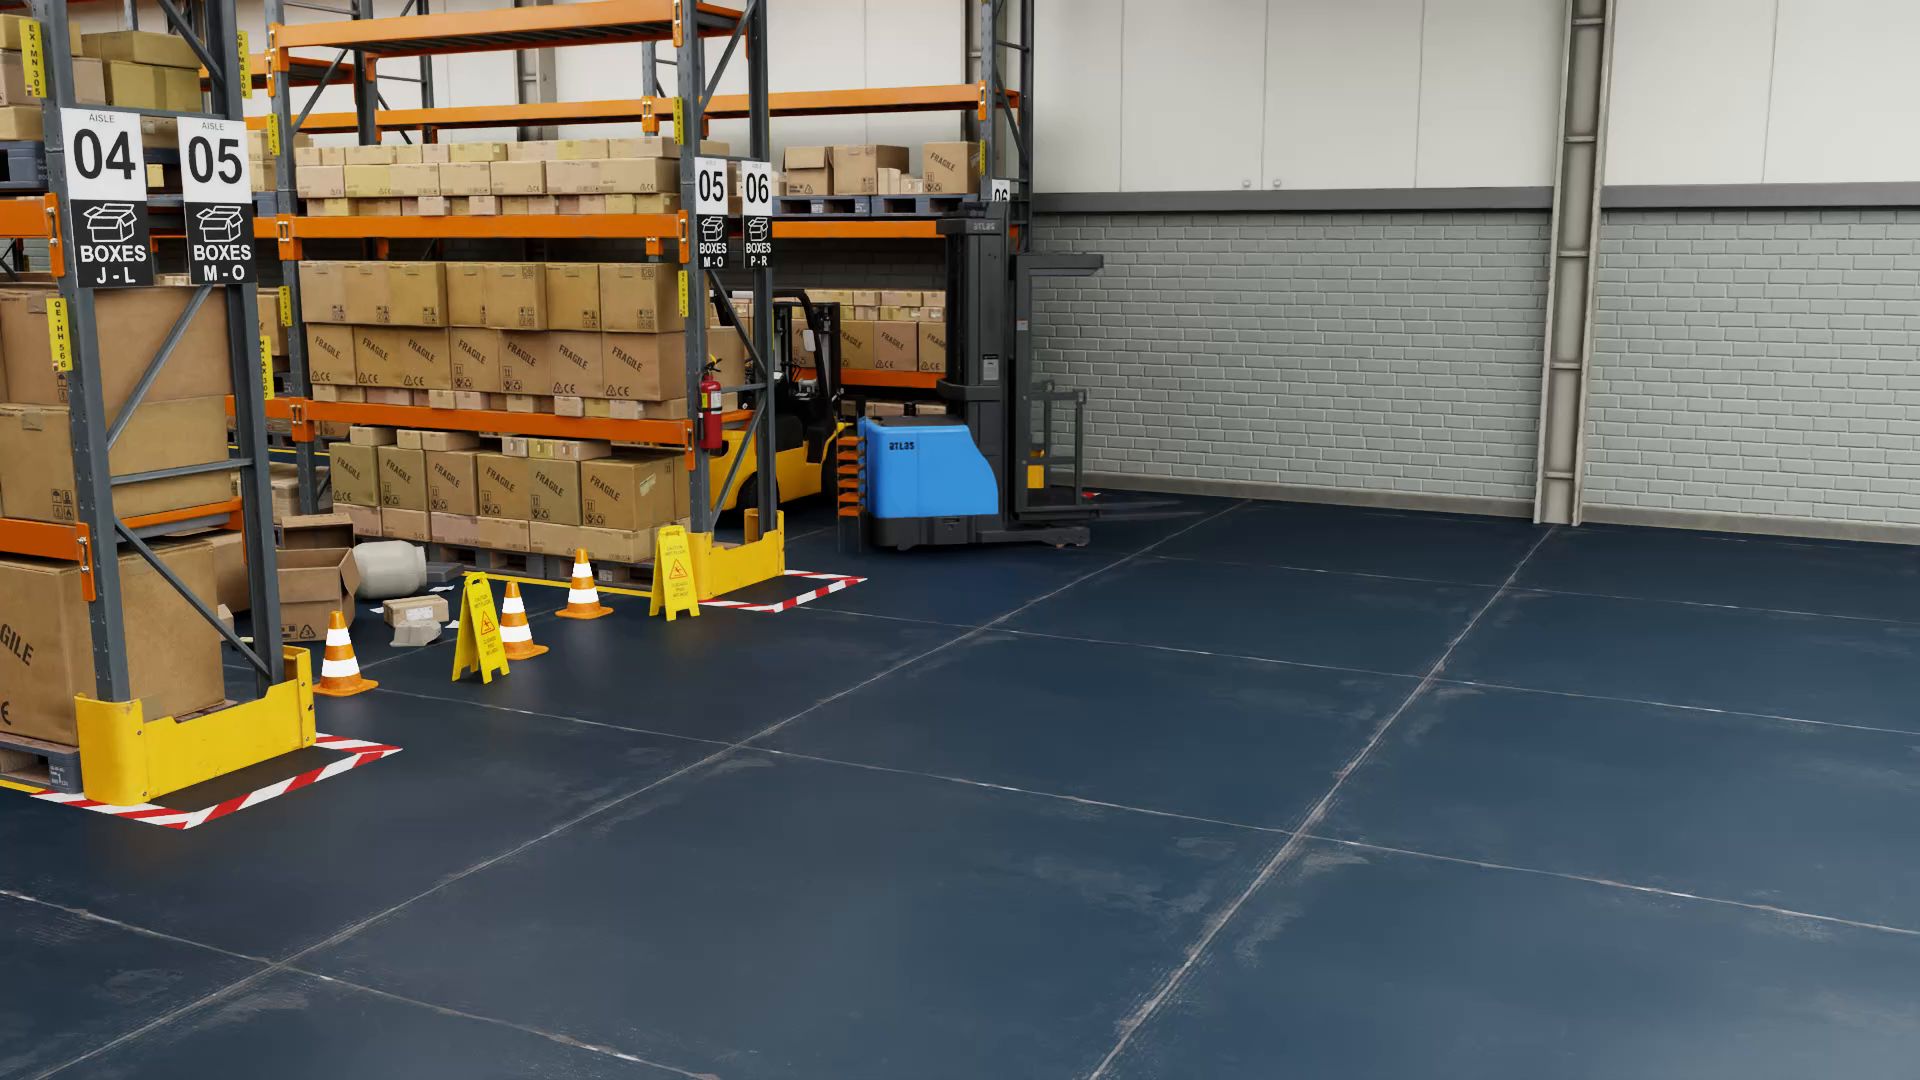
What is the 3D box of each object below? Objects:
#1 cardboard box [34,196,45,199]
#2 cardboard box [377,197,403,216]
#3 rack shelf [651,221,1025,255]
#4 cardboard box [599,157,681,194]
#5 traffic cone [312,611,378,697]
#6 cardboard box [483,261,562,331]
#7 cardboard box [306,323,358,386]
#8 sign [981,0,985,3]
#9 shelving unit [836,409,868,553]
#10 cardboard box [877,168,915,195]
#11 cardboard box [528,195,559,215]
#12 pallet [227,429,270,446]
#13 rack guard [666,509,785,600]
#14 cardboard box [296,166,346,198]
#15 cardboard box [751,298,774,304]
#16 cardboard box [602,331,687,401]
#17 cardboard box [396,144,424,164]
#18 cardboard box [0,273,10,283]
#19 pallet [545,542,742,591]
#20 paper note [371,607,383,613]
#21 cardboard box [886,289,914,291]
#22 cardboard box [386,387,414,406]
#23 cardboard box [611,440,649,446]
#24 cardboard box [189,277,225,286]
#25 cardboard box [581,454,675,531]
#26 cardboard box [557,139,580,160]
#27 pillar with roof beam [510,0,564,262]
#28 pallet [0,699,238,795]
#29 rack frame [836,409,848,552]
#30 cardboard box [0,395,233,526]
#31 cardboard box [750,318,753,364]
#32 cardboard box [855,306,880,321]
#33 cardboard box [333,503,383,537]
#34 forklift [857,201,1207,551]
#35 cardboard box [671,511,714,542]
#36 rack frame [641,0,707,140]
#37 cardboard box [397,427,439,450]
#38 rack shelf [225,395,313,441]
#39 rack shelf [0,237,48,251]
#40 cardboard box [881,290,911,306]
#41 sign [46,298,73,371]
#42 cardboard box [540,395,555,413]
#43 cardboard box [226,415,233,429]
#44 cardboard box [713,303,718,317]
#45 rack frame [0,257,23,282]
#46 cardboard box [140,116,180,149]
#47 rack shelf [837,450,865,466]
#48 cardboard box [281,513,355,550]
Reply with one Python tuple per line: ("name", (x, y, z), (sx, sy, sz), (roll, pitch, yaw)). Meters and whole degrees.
("cardboard box", (-8.048, -3.206, 15.320), (0.500, 0.500, 0.700), (5, 11, 26))
("cardboard box", (-4.447, -2.673, 13.361), (0.250, 0.149, 0.380), (5, 12, 28))
("rack shelf", (-1.320, -3.200, 17.583), (4.000, 0.370, 1.077), (5, 11, 26))
("cardboard box", (-2.298, -2.673, 12.239), (0.500, 0.250, 0.500), (5, 11, 25))
("traffic cone", (-3.667, 0.651, 9.832), (0.334, 0.463, 0.336), (5, 11, 26))
("cardboard box", (-3.228, -1.885, 12.797), (0.500, 0.500, 0.700), (5, 11, 25))
("cardboard box", (-5.035, -1.558, 13.803), (0.500, 0.500, 0.500), (5, 11, 26))
("sign", (0.221, -5.285, 15.819), (0.005, 0.325, 0.100), (5, 11, 26))
("shelving unit", (-0.919, -0.508, 14.163), (0.189, 1.200, 0.258), (2, 10, 14))
("cardboard box", (-0.631, -3.622, 16.817), (0.258, 0.266, 0.396), (5, 11, 26))
("cardboard box", (-3.066, -2.546, 12.659), (0.250, 0.149, 0.380), (5, 11, 25))
("pallet", (-9.542, -1.435, 22.068), (1.213, 0.211, 1.003), (5, 11, 26))
("rack guard", (-1.788, 0.097, 12.790), (0.348, 0.500, 1.175), (5, 11, 26))
("cardboard box", (-5.033, -2.912, 13.562), (0.500, 0.250, 0.500), (5, 11, 25))
("cardboard box", (-2.022, -2.600, 17.734), (0.250, 0.149, 0.380), (5, 11, 25))
("cardboard box", (-2.328, -1.321, 12.492), (0.500, 0.500, 0.500), (5, 11, 25))
("cardboard box", (-4.221, -3.035, 13.123), (0.250, 0.149, 0.380), (5, 11, 24))
("cardboard box", (-9.473, -2.297, 15.913), (0.500, 0.500, 0.500), (5, 11, 24))
("pallet", (-2.500, 0.170, 13.200), (1.213, 0.211, 1.003), (5, 11, 26))
("paper note", (-4.143, 0.492, 11.957), (0.148, 0.019, 0.142), (-10, 14, -43))
("cardboard box", (-0.659, -2.578, 17.617), (0.250, 0.149, 0.380), (5, 12, 28))
("cardboard box", (-4.458, -1.190, 13.586), (0.250, 0.149, 0.380), (5, 12, 28))
("cardboard box", (-3.586, -1.313, 19.049), (0.625, 0.625, 0.875), (6, 12, 28))
("cardboard box", (-6.444, -2.216, 14.435), (0.250, 0.149, 0.380), (5, 11, 24))
("cardboard box", (-2.553, -0.371, 12.793), (0.500, 0.500, 0.500), (5, 11, 26))
("cardboard box", (-2.809, -2.923, 12.502), (0.250, 0.149, 0.380), (5, 11, 26))
("pillar with roof beam", (-7.038, -4.856, 16.293), (0.400, 9.000, 9.100), (5, 11, 26))
("pallet", (-4.571, 0.993, 8.649), (1.213, 0.211, 1.003), (5, 11, 26))
("rack frame", (-1.008, -0.511, 14.184), (0.006, 1.200, 0.240), (2, 10, 14))
("cardboard box", (-4.172, -0.424, 8.230), (0.550, 0.550, 0.875), (5, 11, 26))
("cardboard box", (-1.902, -2.130, 17.793), (0.500, 0.500, 0.500), (5, 11, 25))
("cardboard box", (-0.887, -2.351, 17.197), (0.250, 0.149, 0.380), (5, 11, 24))
("cardboard box", (-4.897, -0.206, 13.988), (0.500, 0.250, 0.500), (4, 11, 23))
("forklift", (0.653, -1.466, 14.600), (3.031, 2.935, 1.130), (-2, 11, -13))
("cardboard box", (-2.320, -0.088, 13.337), (0.500, 0.250, 0.500), (5, 11, 25))
("rack frame", (-3.114, -5.187, 18.123), (0.127, 3.000, 1.000), (5, 11, 26))
("cardboard box", (-4.350, -0.835, 13.534), (0.250, 0.149, 0.380), (6, 12, 28))
("rack shelf", (-7.100, -1.246, 15.210), (4.000, 0.370, 1.077), (5, 11, 26))
("rack shelf", (-12.081, -4.145, 22.808), (4.000, 0.370, 1.077), (5, 11, 26))
("cardboard box", (-0.613, -2.492, 17.137), (0.250, 0.149, 0.380), (5, 11, 26))
("sign", (-4.072, -0.929, 7.525), (0.005, 0.325, 0.100), (5, 11, 26))
("cardboard box", (-3.058, -1.083, 12.994), (0.250, 0.149, 0.380), (5, 11, 27))
("cardboard box", (-9.472, -1.728, 21.693), (0.500, 0.500, 0.500), (5, 11, 25))
("cardboard box", (-2.465, -2.500, 18.020), (0.250, 0.149, 0.380), (5, 11, 26))
("rack frame", (-8.894, -1.757, 16.017), (0.127, 3.000, 1.000), (5, 11, 26))
("cardboard box", (-3.985, -2.015, 8.263), (0.250, 0.149, 0.380), (5, 11, 26))
("rack shelf", (-0.920, -0.700, 14.128), (0.180, 0.103, 0.258), (2, 10, 14))
("cardboard box", (-4.948, 0.088, 12.831), (0.500, 0.500, 0.500), (-4, 11, -23))
